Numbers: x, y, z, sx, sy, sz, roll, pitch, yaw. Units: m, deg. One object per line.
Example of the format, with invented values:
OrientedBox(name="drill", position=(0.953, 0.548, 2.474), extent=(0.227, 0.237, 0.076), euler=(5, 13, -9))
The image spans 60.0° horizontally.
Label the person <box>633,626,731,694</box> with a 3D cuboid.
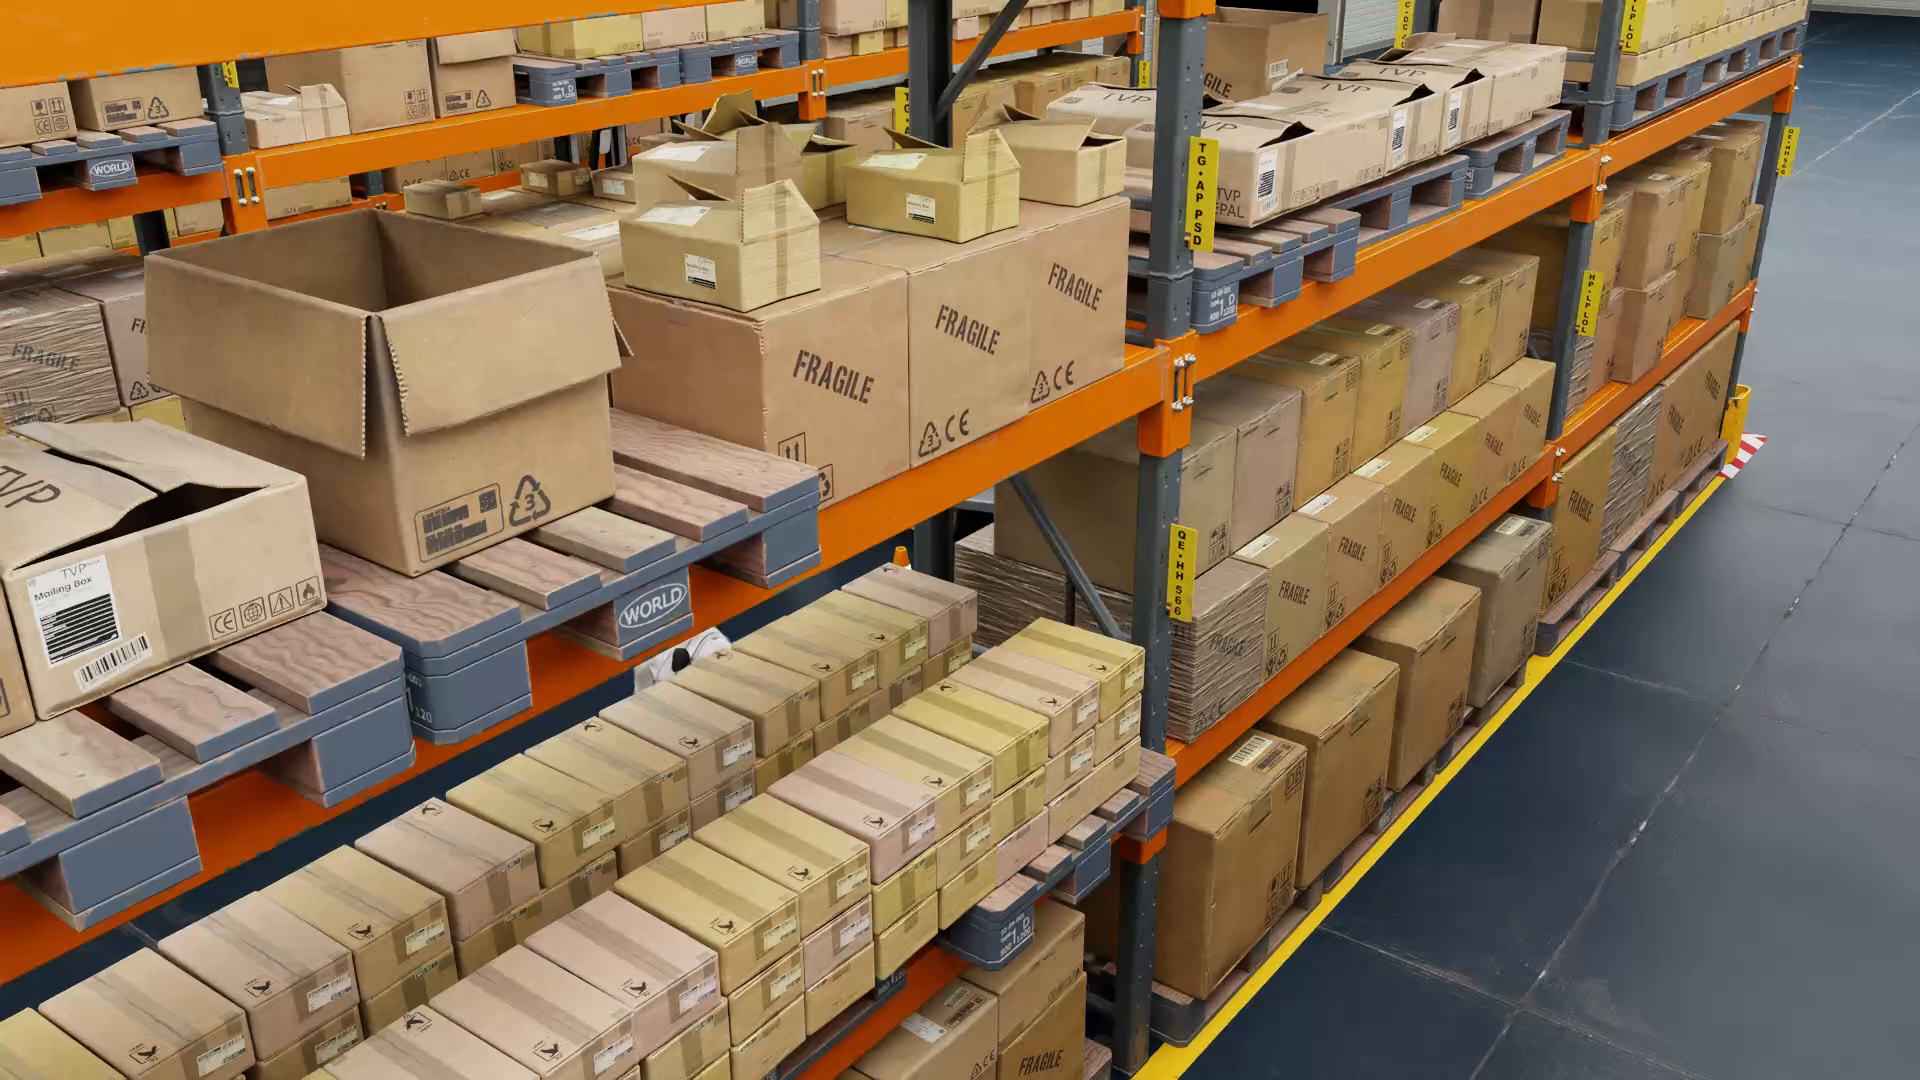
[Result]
OrientedBox(name="person", position=(-1.070, 0.795, 6.720), extent=(0.478, 1.652, 0.819), euler=(20, 30, 37))
